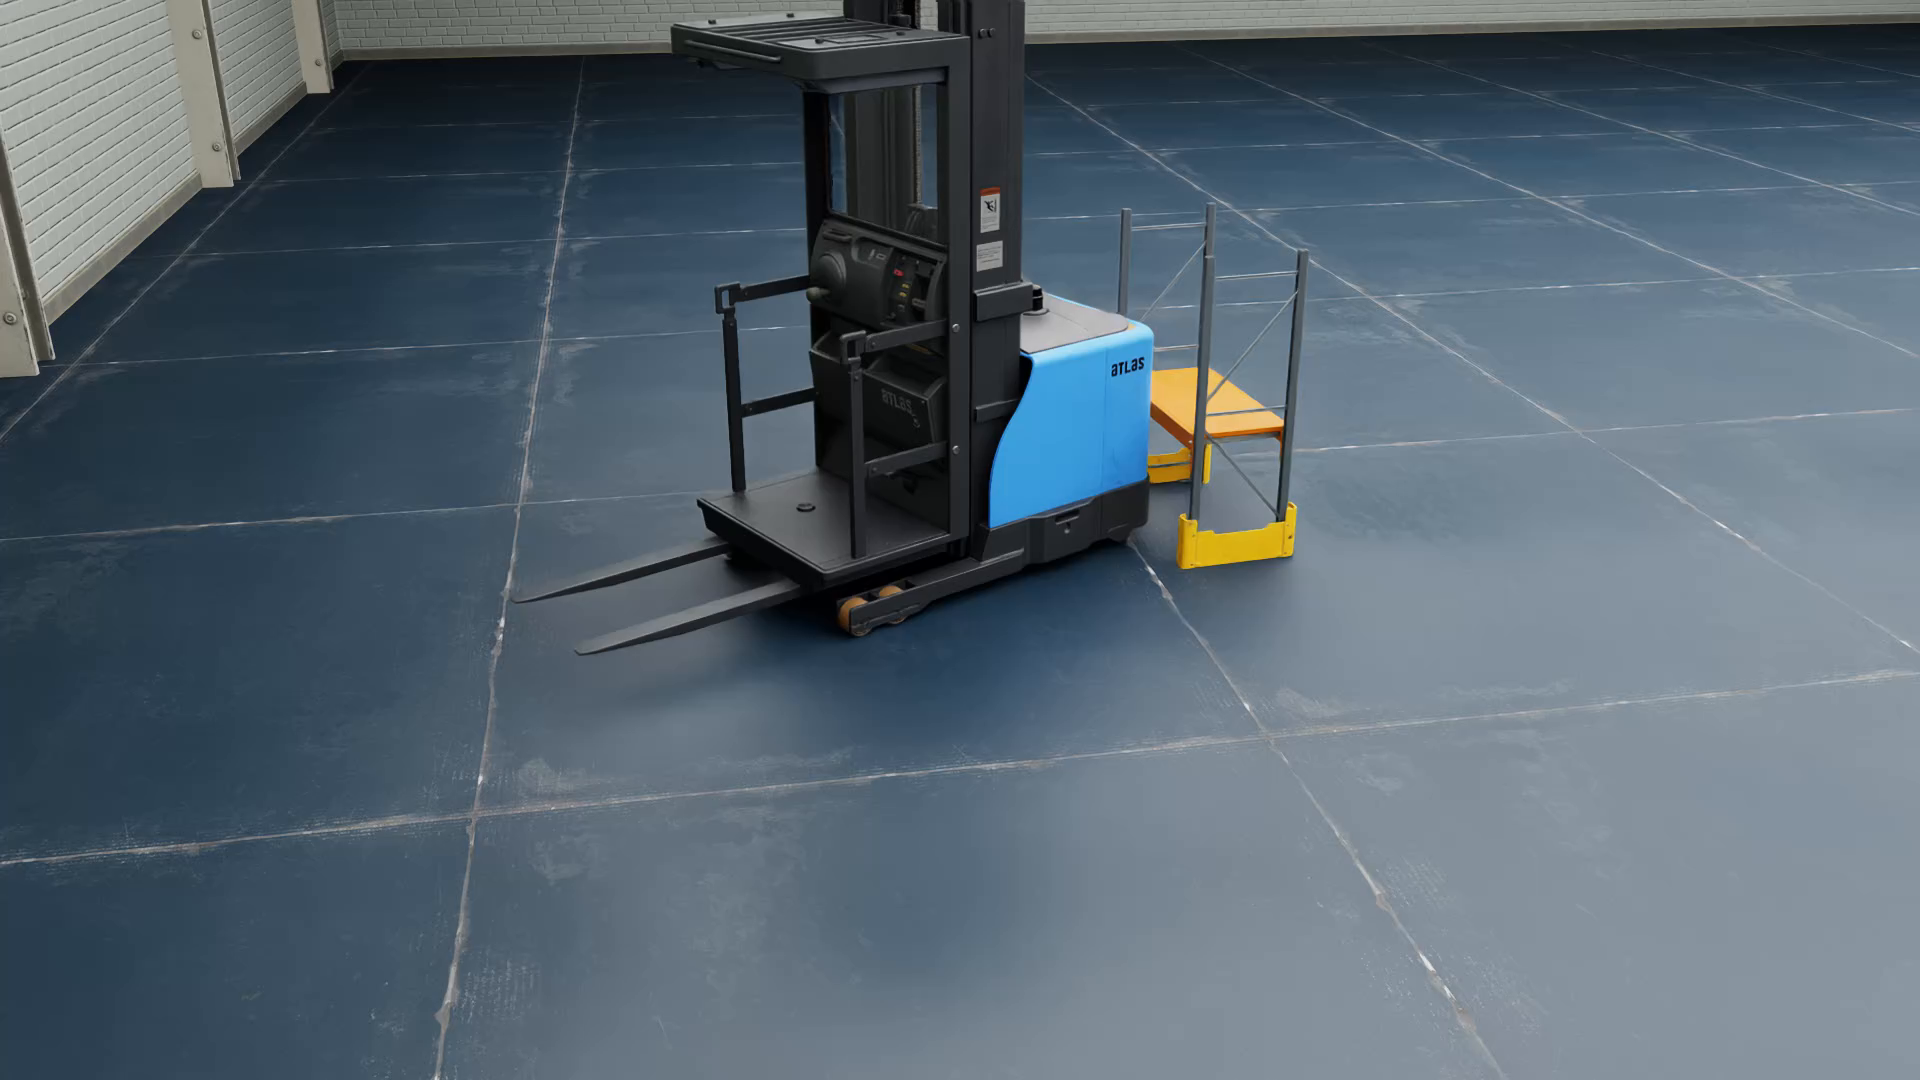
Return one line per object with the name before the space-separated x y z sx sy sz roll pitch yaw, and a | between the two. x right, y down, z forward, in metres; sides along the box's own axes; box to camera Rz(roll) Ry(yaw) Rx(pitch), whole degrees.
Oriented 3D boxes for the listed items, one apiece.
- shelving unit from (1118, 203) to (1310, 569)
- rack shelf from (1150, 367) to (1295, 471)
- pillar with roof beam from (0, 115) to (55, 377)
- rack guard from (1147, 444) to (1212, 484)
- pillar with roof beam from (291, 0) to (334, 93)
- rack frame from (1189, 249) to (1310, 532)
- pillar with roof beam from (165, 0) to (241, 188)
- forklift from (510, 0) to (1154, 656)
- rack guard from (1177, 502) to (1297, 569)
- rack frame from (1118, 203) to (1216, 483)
shelving unit | 1.192 -0.787 8.179 0.587 1.500 1.083 -7 24 -15
rack shelf | 1.190 -0.626 8.259 0.538 0.185 1.000 -7 24 -15
pillar with roof beam | -1.879 -5.565 9.748 9.100 9.000 0.400 -4 24 -10
rack guard | 1.055 -0.406 8.868 0.587 0.250 0.087 -7 24 -15
pillar with roof beam | -4.098 -10.285 20.555 9.100 9.000 0.400 -4 24 -10
rack frame | 1.330 -0.595 7.739 0.500 1.500 0.032 -7 24 -15
pillar with roof beam | -2.989 -7.925 15.151 9.100 9.000 0.400 -4 24 -10
forklift | -0.535 -1.160 7.244 3.031 2.935 1.130 -17 29 -34
rack guard | 1.330 -0.023 7.991 0.587 0.250 0.087 -7 24 -15
rack frame | 1.049 -0.986 8.635 0.500 1.500 0.032 -7 24 -15
